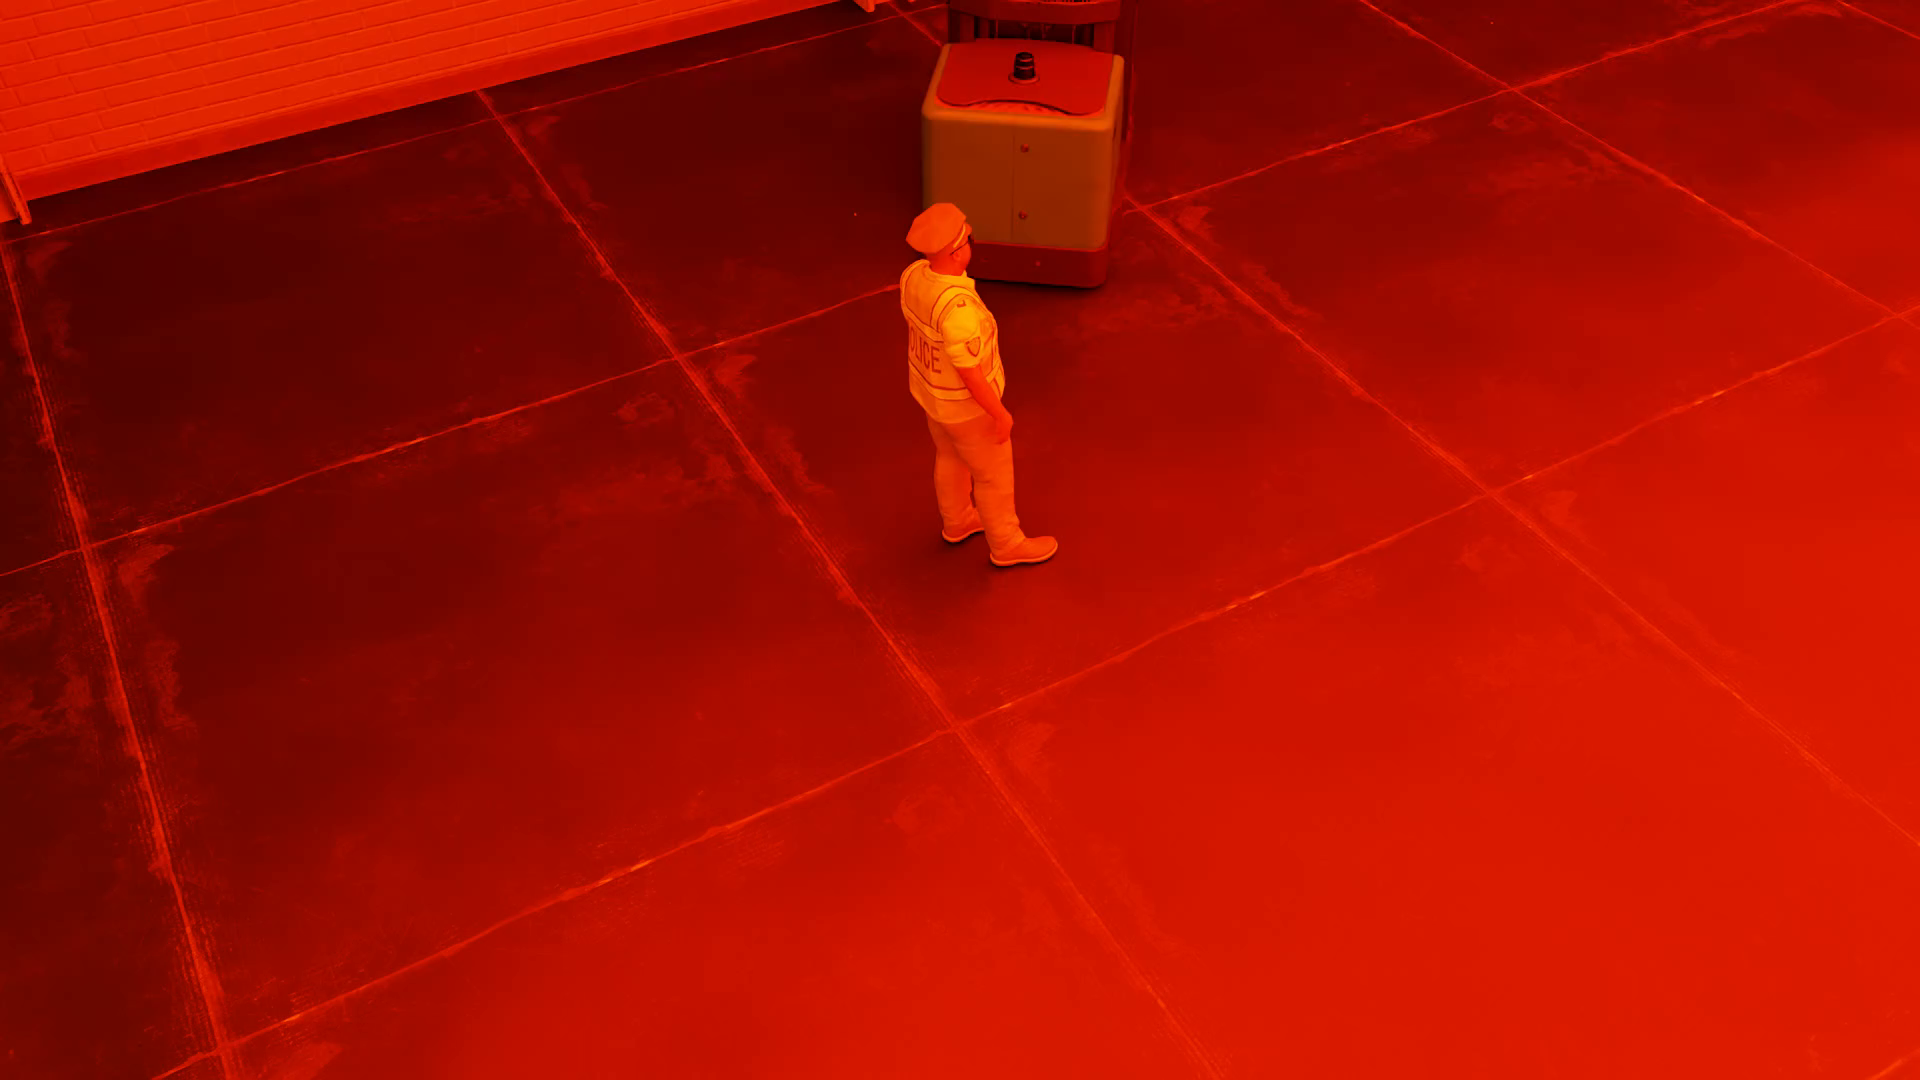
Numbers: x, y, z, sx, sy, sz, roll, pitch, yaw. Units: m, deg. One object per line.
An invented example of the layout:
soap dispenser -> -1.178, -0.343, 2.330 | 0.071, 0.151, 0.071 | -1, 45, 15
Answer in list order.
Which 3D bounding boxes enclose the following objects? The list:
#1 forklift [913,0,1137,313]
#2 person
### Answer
forklift -> 0.472, -3.321, 9.279 | 1.130, 2.935, 3.031 | 6, 43, 6
person -> 0.073, -0.679, 7.263 | 0.574, 1.781, 0.641 | -21, 47, -21
